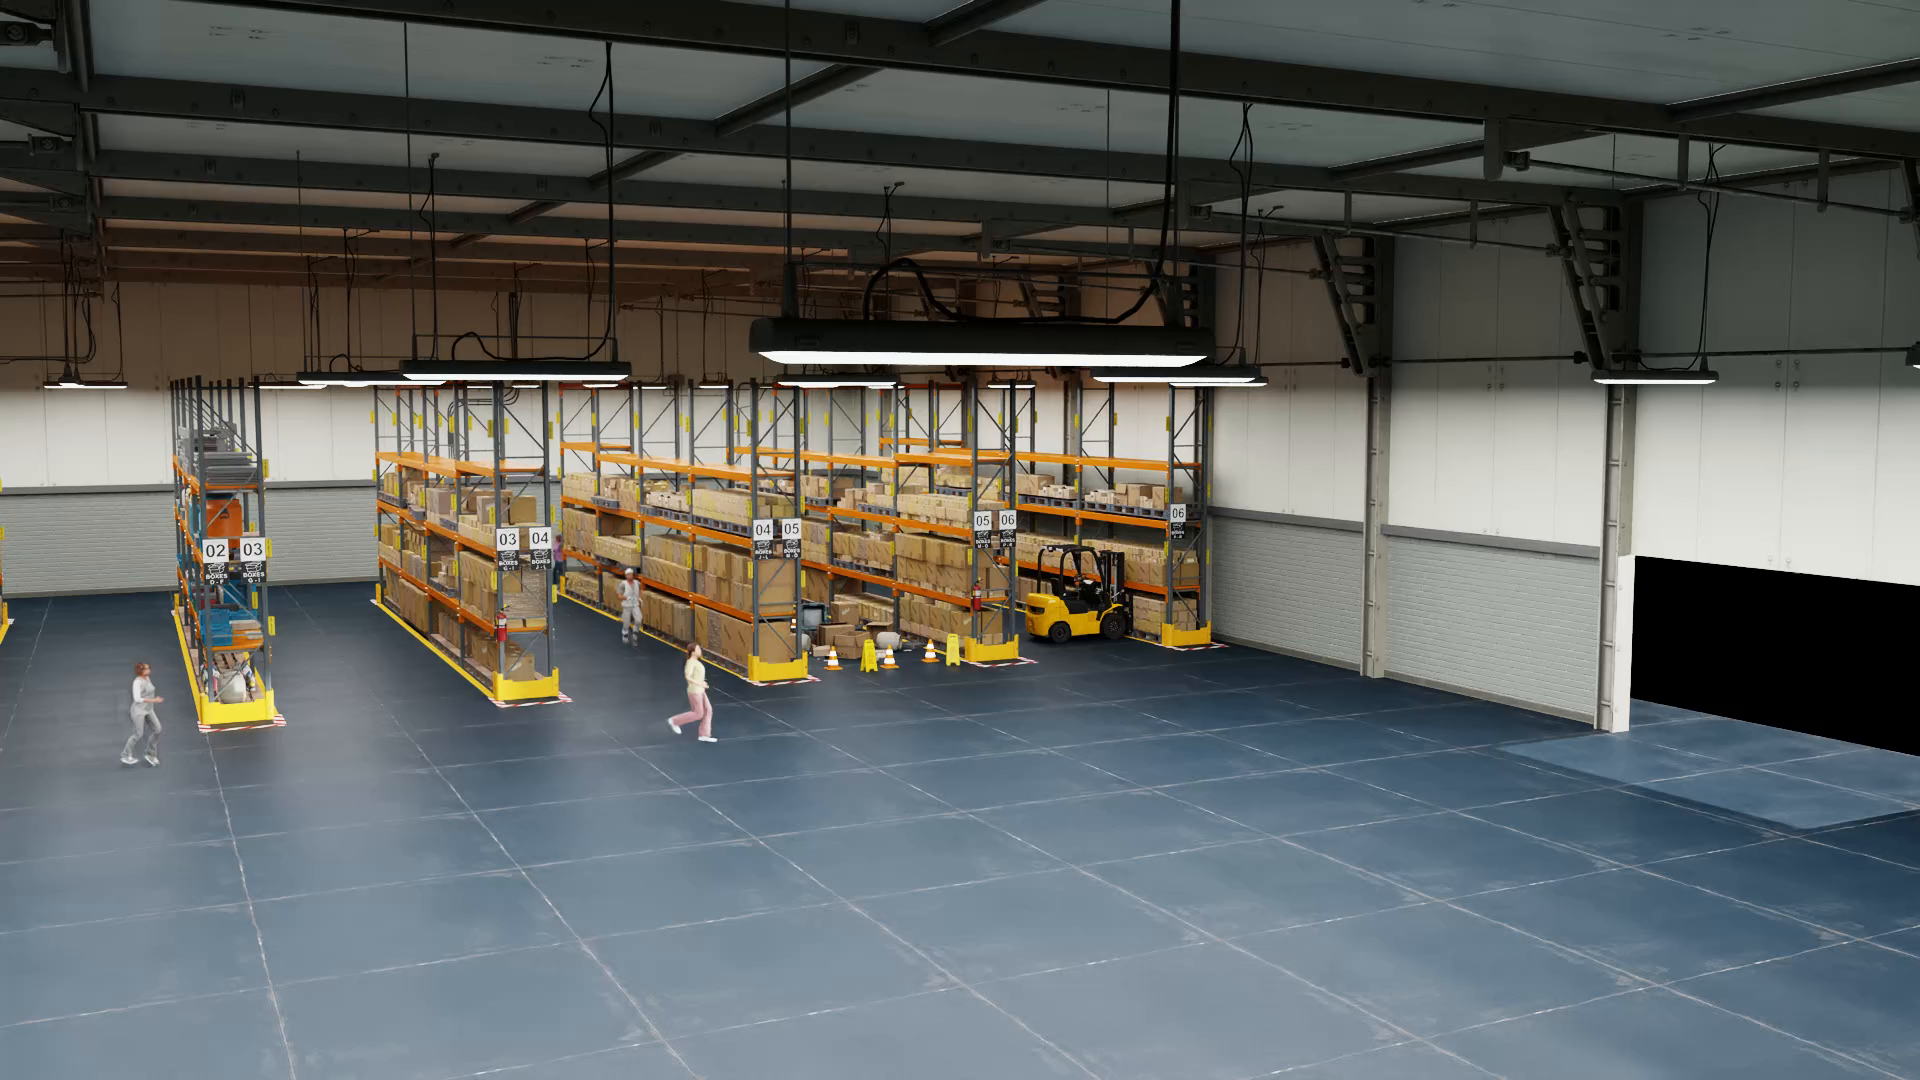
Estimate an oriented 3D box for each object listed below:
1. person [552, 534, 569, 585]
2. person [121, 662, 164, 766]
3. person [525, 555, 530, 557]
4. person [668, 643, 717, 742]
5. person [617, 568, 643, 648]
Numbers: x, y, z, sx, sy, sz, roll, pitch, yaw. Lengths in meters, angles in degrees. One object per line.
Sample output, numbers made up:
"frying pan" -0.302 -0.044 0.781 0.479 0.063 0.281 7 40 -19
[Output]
"person" -11.665 0.628 48.400 0.783 1.584 0.615 -4 6 -35
"person" -12.484 2.694 25.424 0.696 1.630 0.560 0 5 2
"person" -11.564 0.827 44.900 0.708 1.765 0.950 -2 5 -16
"person" -4.374 2.496 27.223 0.791 1.654 0.579 0 5 0
"person" -7.361 1.522 37.255 0.643 1.796 0.805 -3 6 -30
